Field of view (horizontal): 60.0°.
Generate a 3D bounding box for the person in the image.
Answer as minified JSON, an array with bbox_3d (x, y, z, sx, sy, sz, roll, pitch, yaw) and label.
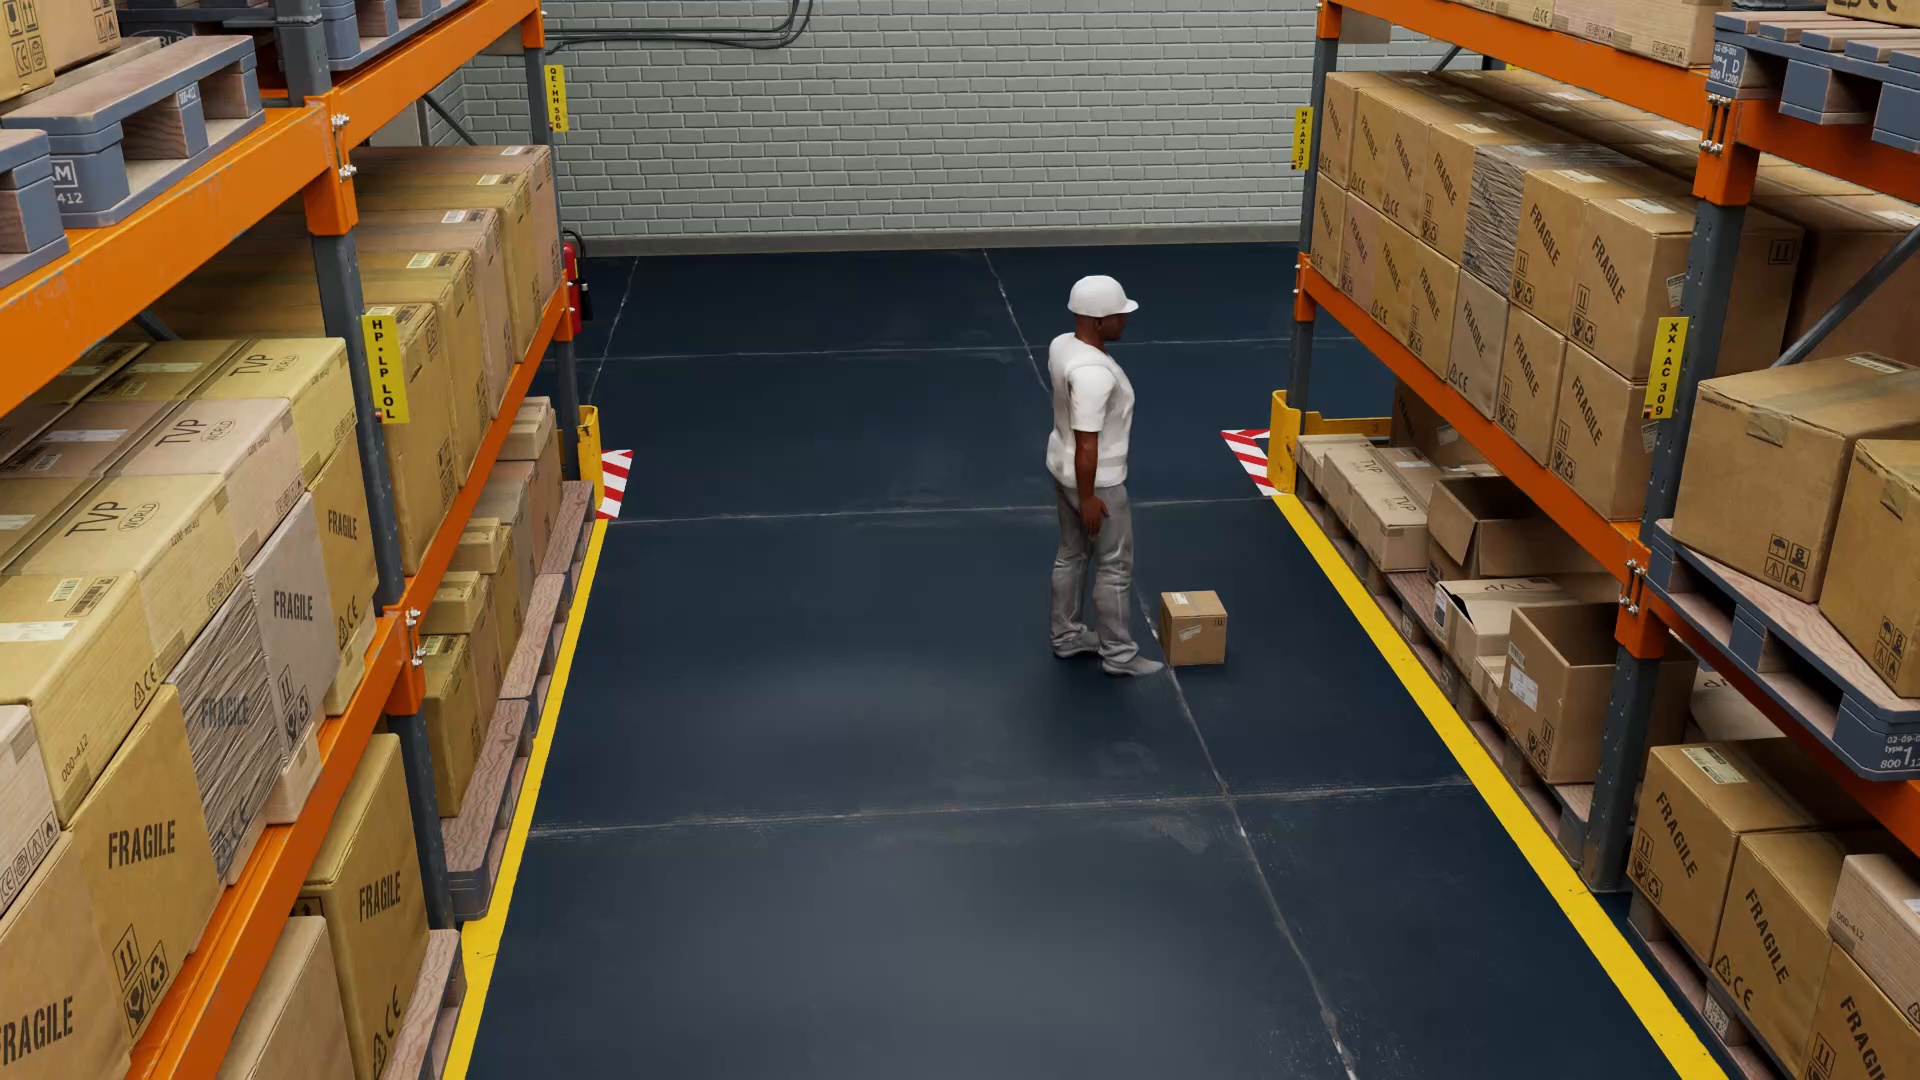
[{"bbox_3d":[0.634,-0.278,7.235,0.511,1.804,0.602,-6,24,-12],"label":"person"}]
